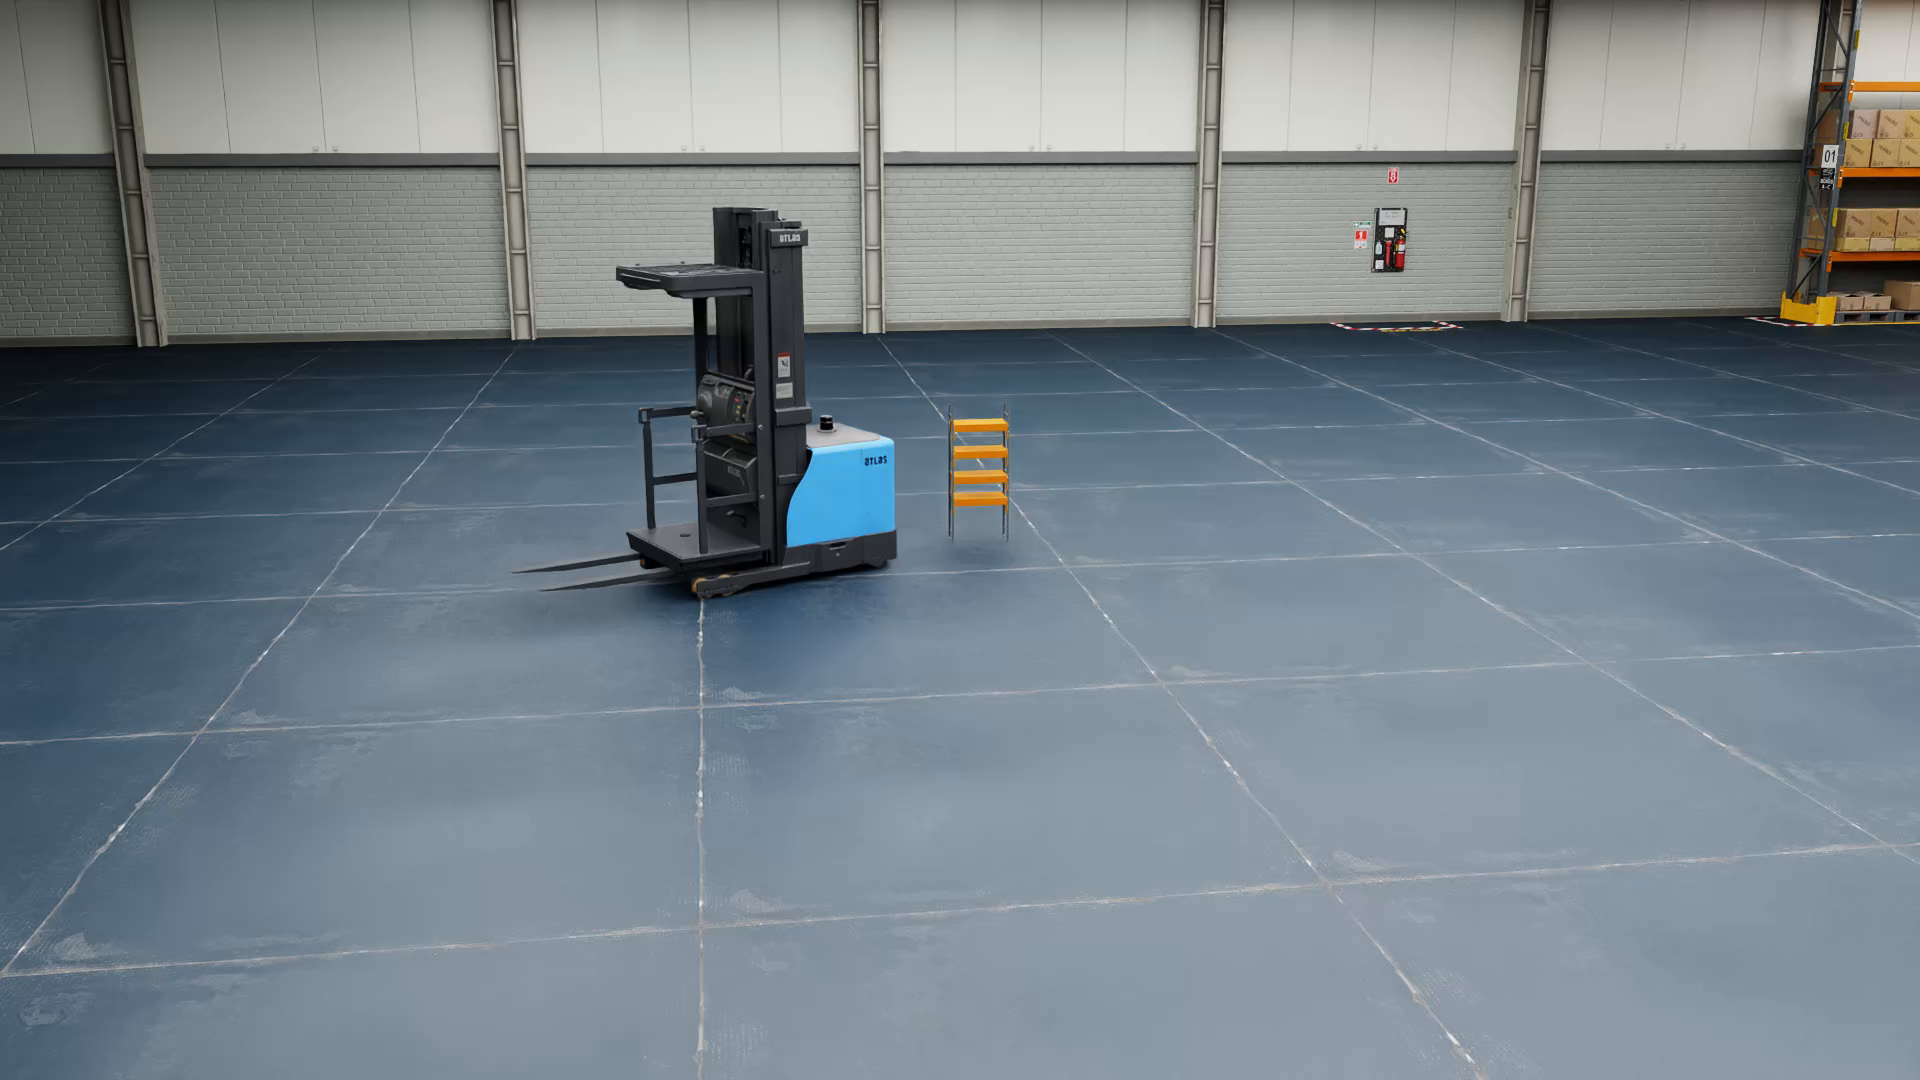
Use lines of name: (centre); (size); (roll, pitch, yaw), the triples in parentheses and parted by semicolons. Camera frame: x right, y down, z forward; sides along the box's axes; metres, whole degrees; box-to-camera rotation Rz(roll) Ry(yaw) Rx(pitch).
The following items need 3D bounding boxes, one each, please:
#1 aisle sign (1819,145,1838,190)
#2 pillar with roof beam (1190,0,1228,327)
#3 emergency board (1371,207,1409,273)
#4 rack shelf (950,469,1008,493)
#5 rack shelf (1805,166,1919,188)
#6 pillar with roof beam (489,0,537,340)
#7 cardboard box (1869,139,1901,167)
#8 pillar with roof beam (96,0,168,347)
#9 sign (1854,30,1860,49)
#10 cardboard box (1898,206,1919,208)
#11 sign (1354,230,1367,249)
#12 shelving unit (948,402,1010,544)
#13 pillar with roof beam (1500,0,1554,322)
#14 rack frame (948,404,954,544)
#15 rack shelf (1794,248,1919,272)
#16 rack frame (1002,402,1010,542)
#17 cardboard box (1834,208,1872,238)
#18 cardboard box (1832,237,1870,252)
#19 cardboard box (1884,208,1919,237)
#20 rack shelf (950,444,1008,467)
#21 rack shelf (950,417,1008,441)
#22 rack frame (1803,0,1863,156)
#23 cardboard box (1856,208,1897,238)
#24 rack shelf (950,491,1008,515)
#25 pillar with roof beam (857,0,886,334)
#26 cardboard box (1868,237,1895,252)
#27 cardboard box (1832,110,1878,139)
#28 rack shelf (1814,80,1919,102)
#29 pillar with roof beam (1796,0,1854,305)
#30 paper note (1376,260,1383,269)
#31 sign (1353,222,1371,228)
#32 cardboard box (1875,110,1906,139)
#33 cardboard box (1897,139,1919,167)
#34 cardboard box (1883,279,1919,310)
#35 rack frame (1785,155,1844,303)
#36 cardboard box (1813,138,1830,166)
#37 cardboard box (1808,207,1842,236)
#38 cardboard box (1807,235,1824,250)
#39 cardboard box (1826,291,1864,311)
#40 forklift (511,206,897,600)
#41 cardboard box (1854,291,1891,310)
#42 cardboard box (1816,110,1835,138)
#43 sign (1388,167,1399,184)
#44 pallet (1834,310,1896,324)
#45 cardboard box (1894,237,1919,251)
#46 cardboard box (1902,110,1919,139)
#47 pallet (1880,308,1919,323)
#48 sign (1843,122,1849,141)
aisle sign: (15.683, -6.725, 30.027); (0.004, 0.787, 0.394); (-2, 14, -8)
pillar with roof beam: (5.048, -7.212, 24.979); (0.400, 9.000, 9.100); (-2, 14, -8)
emergency board: (7.890, -5.474, 30.384); (0.643, 1.169, 0.194); (-2, 14, -8)
rack shelf: (0.164, -0.523, 14.616); (0.480, 0.148, 0.258); (-2, 14, -8)
rack shelf: (17.687, -6.717, 30.653); (4.000, 0.370, 1.077); (-2, 14, -8)
pillar with roof beam: (-6.818, -6.777, 23.245); (0.400, 9.000, 9.100); (-2, 14, -8)
cardboard box: (16.614, -7.015, 30.114); (0.500, 0.500, 0.500); (-1, 14, -5)
pillar with roof beam: (-12.751, -6.559, 22.378); (0.400, 9.000, 9.100); (-2, 14, -8)
sign: (15.790, -8.810, 29.268); (0.005, 0.325, 0.100); (-2, 14, -8)
cardboard box: (17.652, -5.962, 31.053); (0.500, 0.500, 0.500); (-2, 14, -8)
sign: (7.328, -5.497, 30.399); (0.234, 0.329, 0.001); (-2, 14, -8)
shelving unit: (0.164, -0.588, 14.600); (0.503, 1.200, 0.258); (-2, 14, -8)
pillar with roof beam: (10.981, -7.429, 25.846); (0.400, 9.000, 9.100); (-2, 14, -8)
rack frame: (-0.078, -0.579, 14.565); (0.015, 1.200, 0.240); (-2, 14, -8)
rack shelf: (17.687, -5.262, 31.018); (4.000, 0.370, 1.077); (-2, 14, -8)
rack frame: (0.405, -0.597, 14.635); (0.015, 1.200, 0.240); (-2, 14, -8)
cardboard box: (16.226, -5.784, 30.346); (0.500, 0.500, 0.500); (-2, 14, -8)
cardboard box: (16.239, -5.417, 30.423); (0.500, 0.250, 0.500); (-3, 14, -10)
cardboard box: (17.228, -5.817, 30.477); (0.500, 0.500, 0.500); (-3, 14, -10)
rack shelf: (0.164, -0.740, 14.562); (0.480, 0.148, 0.258); (-2, 14, -8)
rack shelf: (0.164, -0.969, 14.504); (0.480, 0.148, 0.258); (-2, 14, -8)
rack frame: (15.709, -8.449, 29.911); (0.127, 3.000, 1.000); (-2, 14, -8)
cardboard box: (16.717, -5.800, 30.408); (0.500, 0.500, 0.500); (-2, 14, -8)
rack shelf: (0.164, -0.330, 14.664); (0.480, 0.148, 0.258); (-2, 14, -8)
pillar with roof beam: (-0.885, -6.994, 24.112); (0.400, 9.000, 9.100); (-2, 14, -8)
cardboard box: (16.751, -5.439, 30.512); (0.500, 0.250, 0.500); (-3, 14, -10)
cardboard box: (16.127, -7.492, 29.963); (0.500, 0.500, 0.500); (-3, 14, -12)
rack shelf: (17.687, -8.171, 30.288); (4.000, 0.370, 1.077); (-2, 14, -8)
pillar with roof beam: (16.914, -7.647, 26.713); (0.400, 9.000, 9.100); (-2, 14, -8)
paper note: (7.705, -5.057, 30.532); (0.142, 0.148, 0.016); (-2, 14, -8)
sign: (7.334, -5.752, 30.327); (0.331, 0.109, 0.001); (-2, 14, -8)
cardboard box: (16.630, -7.498, 29.987); (0.500, 0.500, 0.500); (-2, 14, -9)
cardboard box: (17.127, -7.035, 30.192); (0.500, 0.500, 0.500); (-1, 14, -6)
cardboard box: (17.704, -4.578, 31.046); (0.500, 0.500, 0.700); (-3, 14, -12)
rack frame: (15.709, -5.539, 30.641); (0.127, 3.000, 1.000); (-2, 14, -8)
cardboard box: (16.084, -7.128, 30.565); (0.500, 0.500, 0.500); (-1, 14, -4)
cardboard box: (16.144, -5.908, 30.838); (0.500, 0.500, 0.500); (-2, 14, -9)
cardboard box: (16.143, -5.539, 30.910); (0.500, 0.250, 0.500); (-2, 14, -7)
cardboard box: (16.407, -4.451, 30.928); (0.500, 0.311, 0.500); (-4, 15, -15)
forklift: (-2.033, -1.105, 13.103); (3.031, 2.935, 1.130); (-9, 17, -33)
cardboard box: (16.971, -4.472, 31.011); (0.500, 0.311, 0.500); (-1, 14, -4)
cardboard box: (16.097, -7.615, 30.453); (0.500, 0.500, 0.500); (-1, 14, -6)
sign: (7.868, -6.623, 30.197); (0.199, 0.298, 0.001); (-2, 14, -8)
pallet: (16.593, -4.210, 31.075); (1.213, 0.211, 1.003); (-2, 14, -8)
cardboard box: (17.255, -5.456, 30.579); (0.500, 0.250, 0.500); (-2, 14, -9)
cardboard box: (17.135, -7.520, 30.071); (0.500, 0.500, 0.500); (-2, 14, -7)
pallet: (17.797, -4.253, 31.248); (1.213, 0.211, 1.003); (-2, 14, -8)
sign: (15.790, -7.287, 29.649); (0.005, 0.325, 0.100); (-2, 14, -8)
